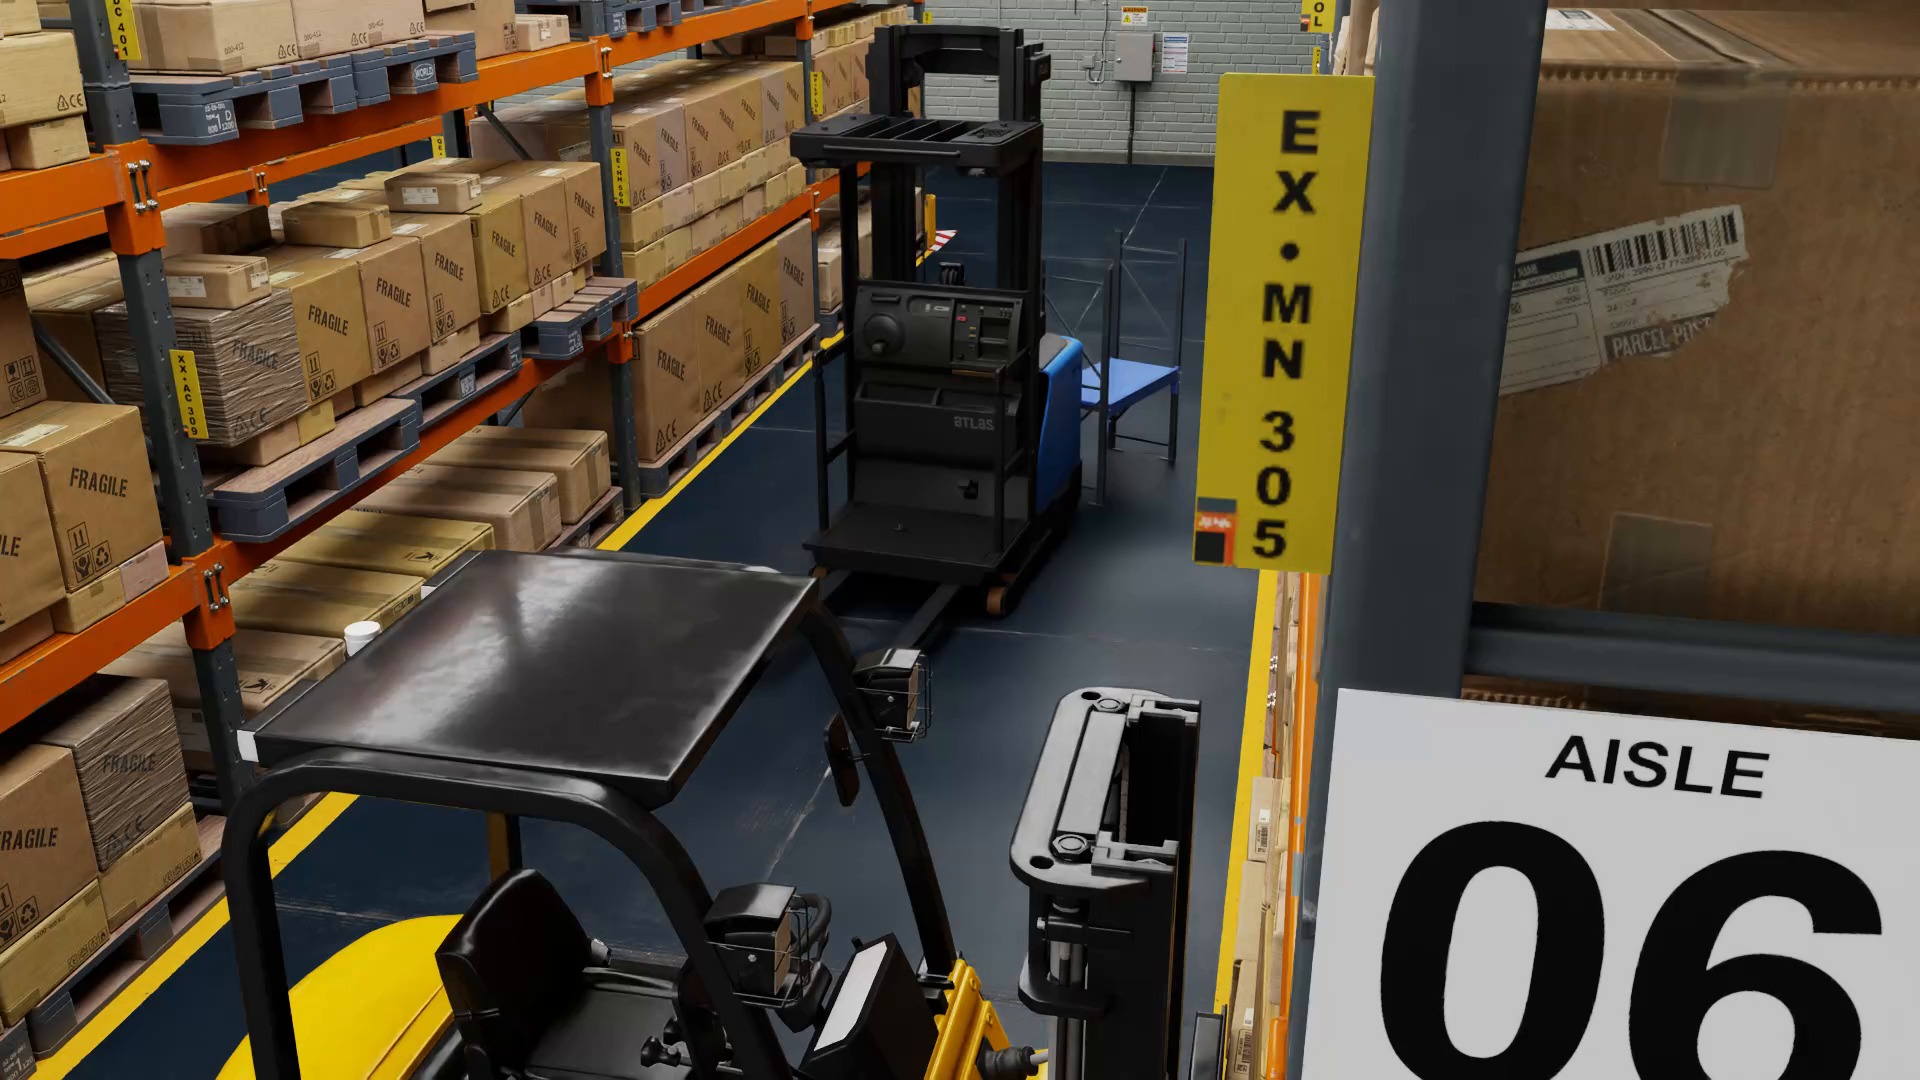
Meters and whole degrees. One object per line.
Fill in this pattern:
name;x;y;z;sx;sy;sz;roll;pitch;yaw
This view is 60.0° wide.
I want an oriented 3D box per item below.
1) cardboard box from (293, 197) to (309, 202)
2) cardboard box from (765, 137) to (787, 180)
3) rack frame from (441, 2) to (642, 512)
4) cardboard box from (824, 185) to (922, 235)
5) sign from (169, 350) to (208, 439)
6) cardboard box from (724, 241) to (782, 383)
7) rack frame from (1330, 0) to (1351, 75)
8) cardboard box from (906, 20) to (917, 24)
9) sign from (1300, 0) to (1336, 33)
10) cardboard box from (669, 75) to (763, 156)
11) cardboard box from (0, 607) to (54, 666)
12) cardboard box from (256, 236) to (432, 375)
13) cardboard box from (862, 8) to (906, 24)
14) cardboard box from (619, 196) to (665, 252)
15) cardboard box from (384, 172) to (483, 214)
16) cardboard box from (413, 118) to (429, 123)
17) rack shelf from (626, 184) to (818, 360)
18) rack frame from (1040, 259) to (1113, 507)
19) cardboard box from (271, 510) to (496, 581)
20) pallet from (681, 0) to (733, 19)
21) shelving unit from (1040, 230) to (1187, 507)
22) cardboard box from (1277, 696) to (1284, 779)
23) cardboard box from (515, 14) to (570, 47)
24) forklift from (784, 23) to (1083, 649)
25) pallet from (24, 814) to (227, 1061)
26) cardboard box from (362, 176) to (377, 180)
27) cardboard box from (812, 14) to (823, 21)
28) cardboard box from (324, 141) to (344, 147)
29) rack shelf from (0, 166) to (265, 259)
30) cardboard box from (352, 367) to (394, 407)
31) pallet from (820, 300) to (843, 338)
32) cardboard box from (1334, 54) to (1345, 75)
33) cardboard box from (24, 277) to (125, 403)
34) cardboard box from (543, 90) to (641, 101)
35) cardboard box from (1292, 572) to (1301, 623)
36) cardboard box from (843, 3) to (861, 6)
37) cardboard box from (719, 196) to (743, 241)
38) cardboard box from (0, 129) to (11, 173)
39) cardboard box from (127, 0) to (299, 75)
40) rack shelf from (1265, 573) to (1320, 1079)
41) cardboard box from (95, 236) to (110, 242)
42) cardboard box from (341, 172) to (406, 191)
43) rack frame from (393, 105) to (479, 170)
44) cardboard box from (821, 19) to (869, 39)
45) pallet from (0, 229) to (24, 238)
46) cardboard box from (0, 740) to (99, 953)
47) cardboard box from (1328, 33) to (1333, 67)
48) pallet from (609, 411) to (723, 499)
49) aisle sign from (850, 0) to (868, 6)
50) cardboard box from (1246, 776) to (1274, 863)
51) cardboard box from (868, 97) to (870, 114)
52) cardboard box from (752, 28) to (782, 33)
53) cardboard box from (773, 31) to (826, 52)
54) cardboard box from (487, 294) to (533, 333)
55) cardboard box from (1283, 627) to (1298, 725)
cardboard box;-6.371;-3.289;16.463;0.380;0.149;0.250;5;22;11
cardboard box;-1.621;-2.885;12.532;0.500;0.250;0.500;5;22;12
rack frame;-2.491;-1.623;9.867;1.000;3.000;0.127;4;22;11
cardboard box;-0.895;-3.306;16.914;0.875;0.438;0.875;4;22;9
sign;-2.774;-0.523;5.977;0.100;0.325;0.005;4;22;11
cardboard box;-1.900;-1.731;12.418;0.875;0.875;0.875;5;22;12
rack frame;1.553;-2.565;4.178;1.000;3.000;0.127;4;22;11
cardboard box;-0.724;-4.864;16.443;0.500;0.500;0.500;5;23;13
sign;1.020;-1.598;4.677;0.100;0.325;0.005;4;22;11
cardboard box;-1.741;-3.039;11.913;0.500;0.500;0.500;5;23;13
cardboard box;-3.248;0.279;5.482;0.380;0.149;0.250;5;22;11
cardboard box;-2.715;-1.051;7.355;0.500;0.500;0.500;4;22;11
cardboard box;-0.734;-5.017;15.956;0.380;0.149;0.250;4;22;10
cardboard box;-2.146;-1.951;10.215;0.500;0.250;0.500;4;22;11
cardboard box;-2.549;-1.683;8.054;0.380;0.149;0.250;3;22;8
cardboard box;-5.668;-4.355;16.989;0.380;0.149;0.250;5;22;12
rack shelf;-2.083;-2.020;11.818;1.077;0.370;4.000;4;22;11
rack frame;0.684;-0.956;10.219;0.500;1.500;0.032;13;26;30
cardboard box;-2.919;0.155;8.409;0.950;0.372;0.625;5;23;13
pallet;-2.186;-3.575;10.953;1.003;0.211;1.213;6;23;13
shelving unit;0.958;-1.116;10.617;0.538;1.500;1.048;13;26;30
cardboard box;1.117;0.505;4.450;0.500;0.500;0.500;5;22;12
cardboard box;-2.350;-2.766;9.028;0.380;0.149;0.250;4;22;11
forklift;-0.186;-1.119;8.709;1.130;2.935;3.031;7;23;17
pallet;-3.410;1.382;6.139;1.003;0.211;1.213;4;22;11
cardboard box;-6.103;-3.761;17.635;0.380;0.149;0.250;5;22;12
cardboard box;-1.481;-4.777;15.360;0.380;0.149;0.250;5;22;11
cardboard box;-6.003;-3.776;15.550;0.380;0.149;0.250;5;22;12
rack shelf;-6.949;-2.361;12.663;1.077;0.370;4.000;4;22;11
cardboard box;-2.749;-0.707;7.368;0.380;0.149;0.250;5;22;12
pallet;-1.443;-2.064;14.696;1.003;0.211;1.213;4;22;11
cardboard box;0.953;-0.833;3.376;0.396;0.266;0.258;4;22;10
cardboard box;-3.438;-0.725;6.545;0.500;0.500;0.500;4;22;10
cardboard box;-2.437;-2.711;11.098;0.500;0.500;0.500;4;22;11
cardboard box;1.036;0.109;4.168;0.380;0.149;0.250;5;22;12
cardboard box;-1.202;-5.251;16.535;0.380;0.149;0.250;5;22;12
cardboard box;-1.847;-2.274;11.686;0.500;0.250;0.500;4;22;11
cardboard box;-3.211;-1.210;5.164;0.380;0.149;0.250;5;22;12
cardboard box;-2.795;-1.859;6.079;0.500;0.250;0.500;4;22;9
rack shelf;1.145;-0.109;3.056;1.077;0.370;4.000;4;22;11
cardboard box;-6.564;-2.330;13.405;0.500;0.250;0.500;6;23;13
cardboard box;-2.909;-1.664;8.875;0.500;0.500;0.500;6;23;14
rack frame;-5.725;-4.889;17.977;1.000;3.000;0.127;4;22;11
cardboard box;-1.027;-4.548;14.790;0.380;0.149;0.250;5;22;11
pallet;-7.316;-2.143;11.415;1.213;0.211;1.003;4;22;11
cardboard box;-3.267;0.996;5.480;0.500;0.500;0.500;5;22;12
cardboard box;1.462;-1.657;5.361;0.500;0.311;0.500;4;22;9
pallet;-2.256;-0.612;11.090;1.003;0.211;1.213;4;22;11
aisle sign;-1.128;-5.803;16.766;0.394;0.787;0.004;4;22;11
cardboard box;1.147;0.987;5.167;0.500;0.250;0.500;4;22;10
cardboard box;-1.003;-3.837;15.232;0.500;0.500;0.500;5;22;13
cardboard box;-1.703;-4.212;13.956;0.380;0.149;0.250;4;22;11
cardboard box;-1.320;-4.087;13.646;0.380;0.149;0.250;5;22;12
cardboard box;-2.421;-1.171;8.519;0.380;0.149;0.250;5;22;12
cardboard box;0.975;0.339;3.994;0.380;0.149;0.250;4;22;10
